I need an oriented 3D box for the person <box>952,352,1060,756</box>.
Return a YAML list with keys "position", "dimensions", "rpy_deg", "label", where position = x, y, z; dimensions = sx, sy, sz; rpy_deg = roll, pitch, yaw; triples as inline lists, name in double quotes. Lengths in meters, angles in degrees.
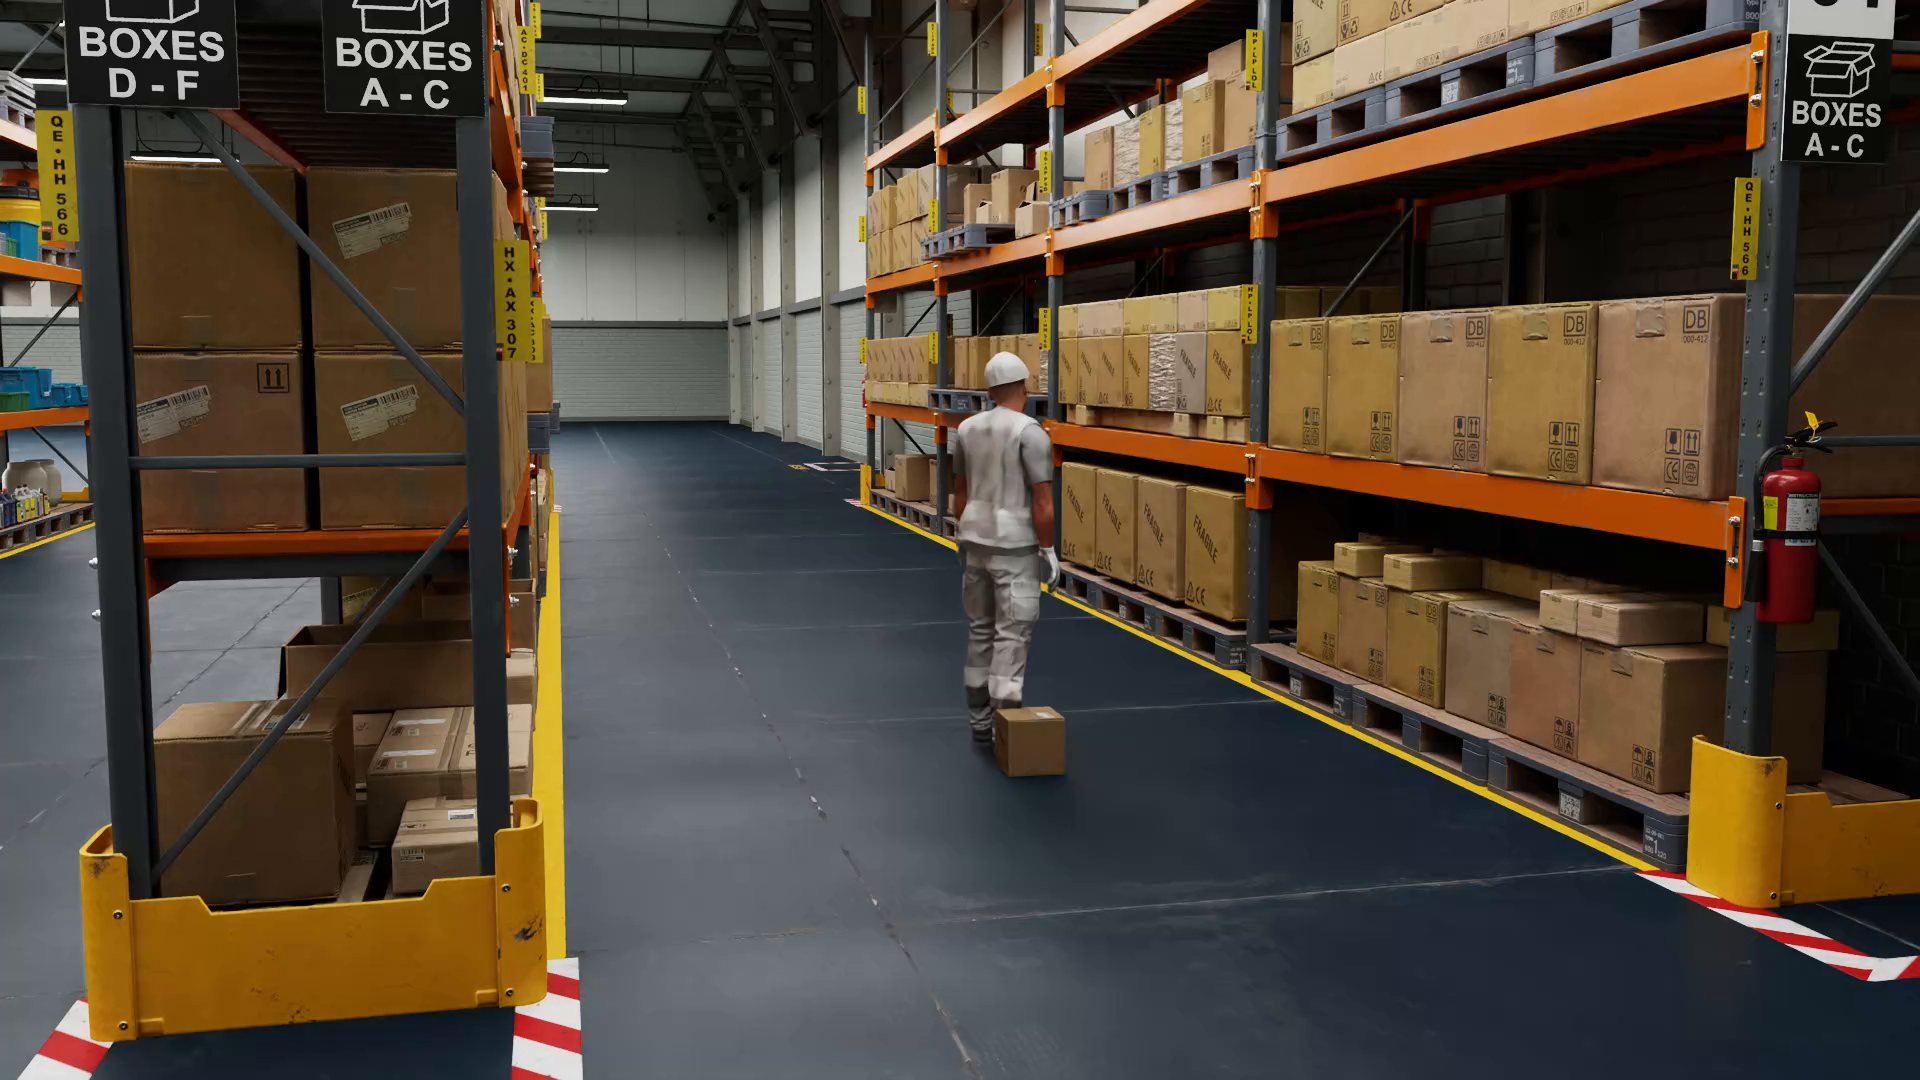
- position: [0.212, 0.048, 7.530]
  dimensions: [0.449, 1.791, 0.613]
  rpy_deg: [-6, 8, -45]
  label: "person"
